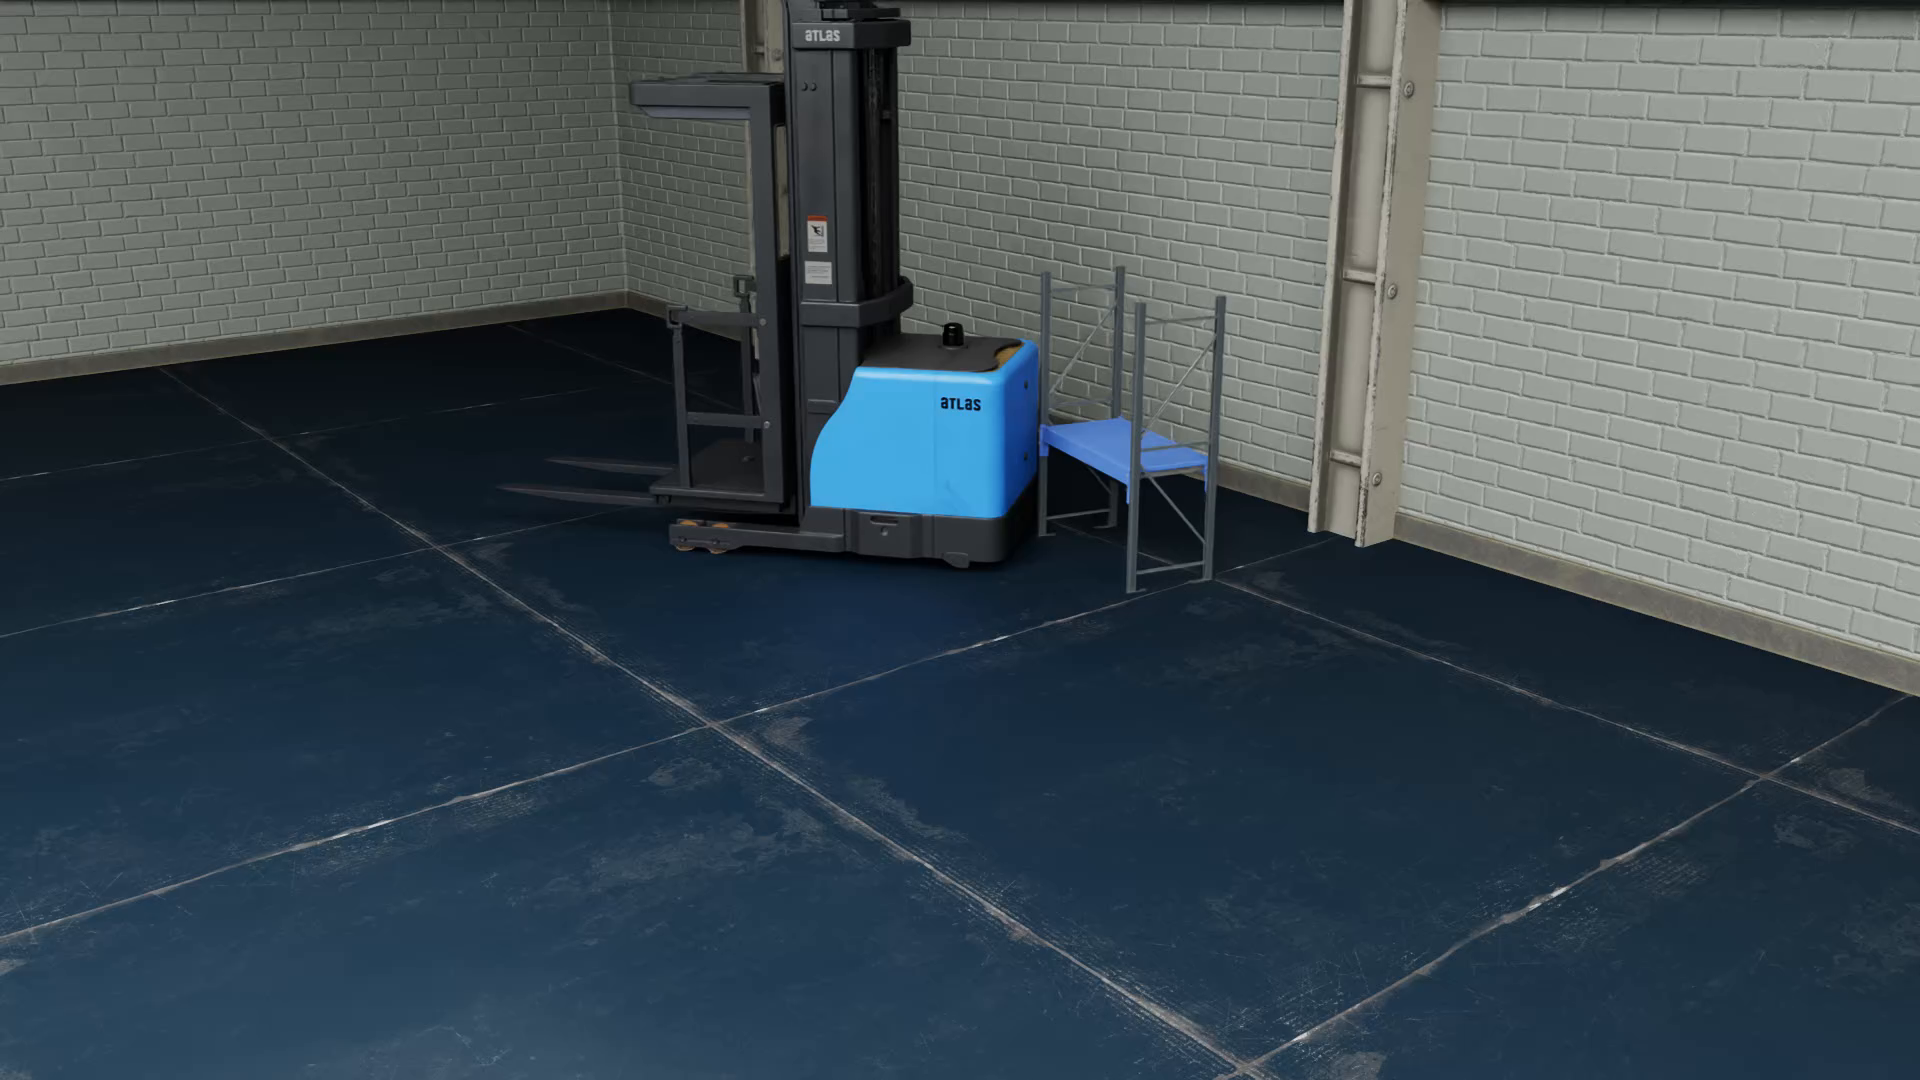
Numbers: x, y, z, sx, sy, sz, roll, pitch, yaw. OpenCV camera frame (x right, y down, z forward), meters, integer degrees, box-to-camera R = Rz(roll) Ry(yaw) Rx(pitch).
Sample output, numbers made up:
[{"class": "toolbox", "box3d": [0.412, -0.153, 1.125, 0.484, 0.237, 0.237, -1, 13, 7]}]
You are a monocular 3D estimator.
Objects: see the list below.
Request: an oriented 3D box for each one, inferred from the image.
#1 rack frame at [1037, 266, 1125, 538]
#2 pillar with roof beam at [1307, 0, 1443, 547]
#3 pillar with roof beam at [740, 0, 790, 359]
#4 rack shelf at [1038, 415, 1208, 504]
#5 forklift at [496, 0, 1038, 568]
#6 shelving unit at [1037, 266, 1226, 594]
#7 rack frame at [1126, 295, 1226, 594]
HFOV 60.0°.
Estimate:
[{"class": "rack frame", "box3d": [0.671, -0.761, 9.275, 0.500, 1.500, 0.032, -8, 20, -23]}, {"class": "pillar with roof beam", "box3d": [-1.144, -3.468, 5.520, 9.100, 9.000, 0.400, -14, 23, -36]}, {"class": "pillar with roof beam", "box3d": [-4.870, -4.946, 9.984, 9.100, 9.000, 0.400, -14, 23, -36]}, {"class": "rack shelf", "box3d": [0.879, -0.444, 8.891, 0.538, 0.185, 1.000, -8, 20, -23]}, {"class": "forklift", "box3d": [-1.120, -1.470, 9.139, 3.031, 2.935, 1.130, 4, 19, 13]}, {"class": "shelving unit", "box3d": [0.879, -0.615, 8.834, 0.538, 1.500, 1.048, -8, 20, -23]}, {"class": "rack frame", "box3d": [1.086, -0.469, 8.394, 0.500, 1.500, 0.032, -8, 20, -23]}]
